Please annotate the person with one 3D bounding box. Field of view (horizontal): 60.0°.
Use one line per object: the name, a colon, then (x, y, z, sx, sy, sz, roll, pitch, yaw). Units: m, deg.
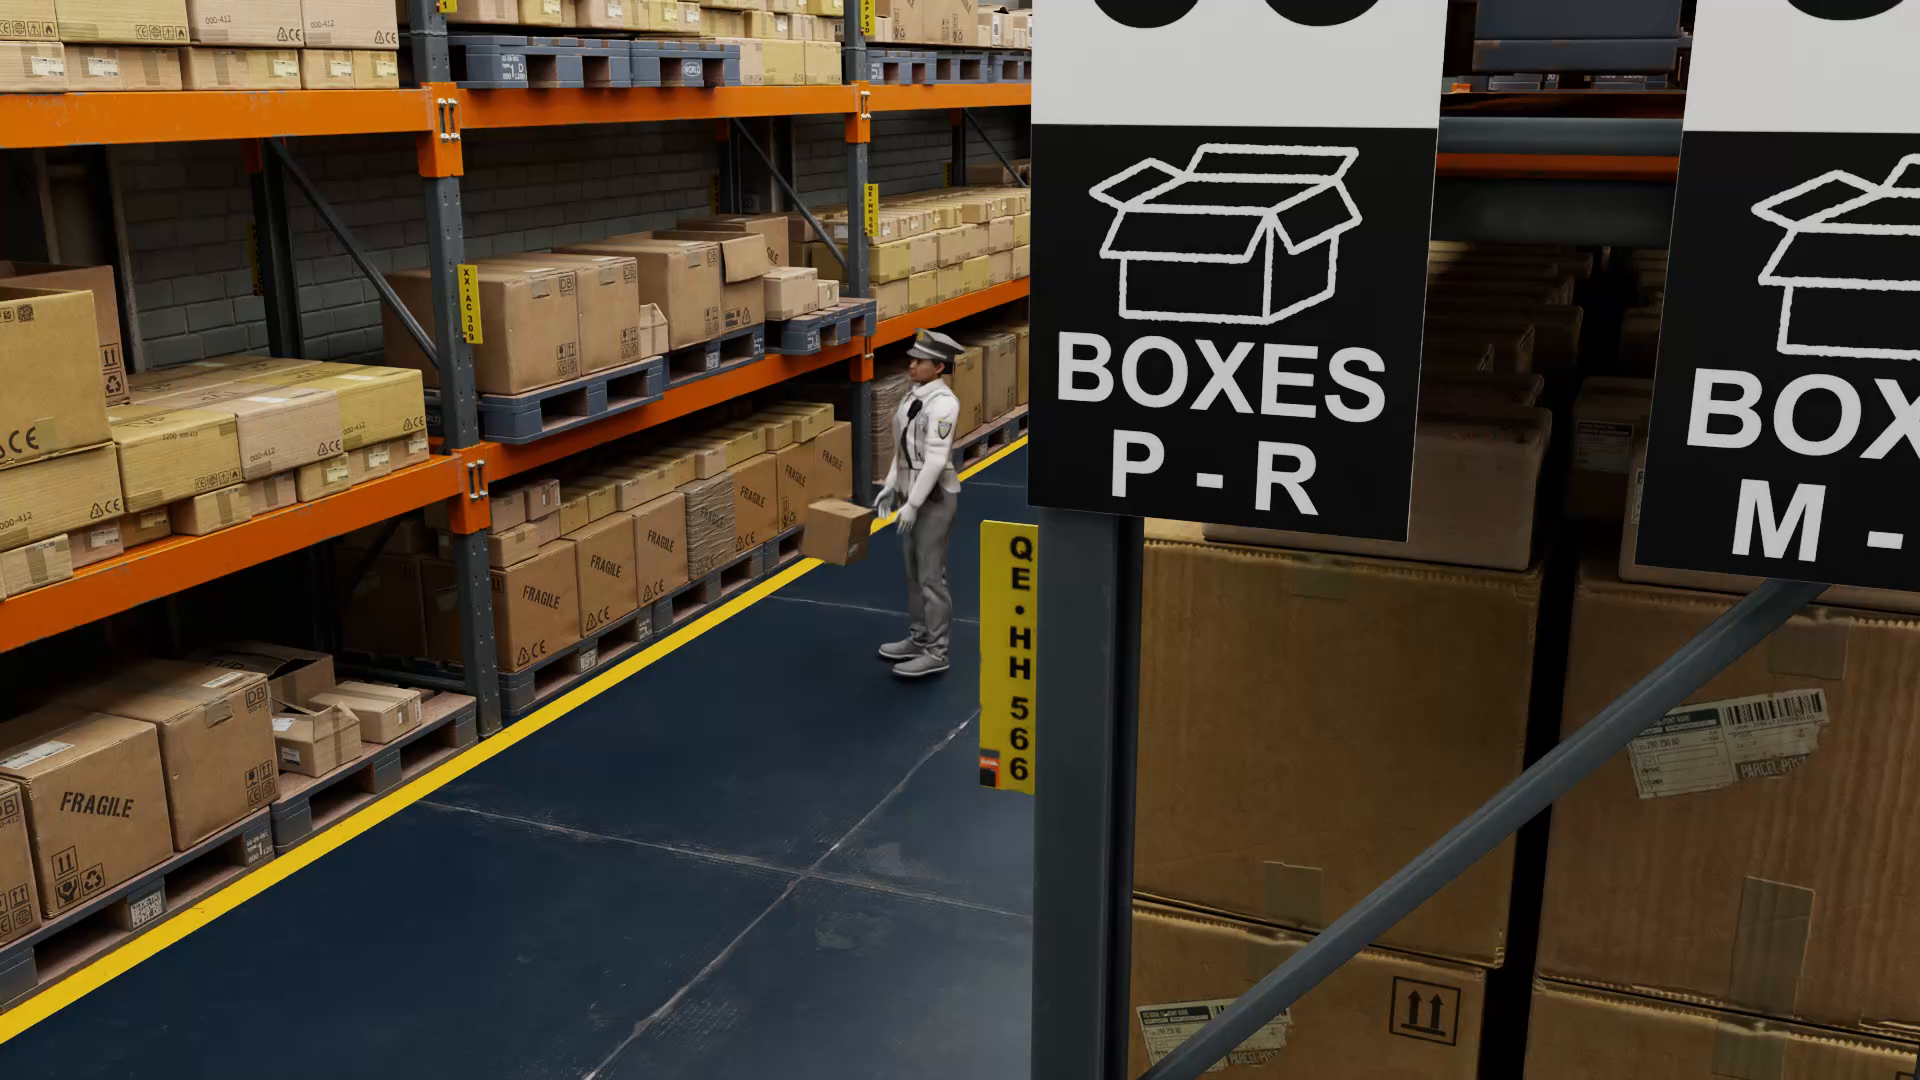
person: (3.780, -0.768, 9.270, 8.763, 2.202, 0.661, -5, 16, -17)
